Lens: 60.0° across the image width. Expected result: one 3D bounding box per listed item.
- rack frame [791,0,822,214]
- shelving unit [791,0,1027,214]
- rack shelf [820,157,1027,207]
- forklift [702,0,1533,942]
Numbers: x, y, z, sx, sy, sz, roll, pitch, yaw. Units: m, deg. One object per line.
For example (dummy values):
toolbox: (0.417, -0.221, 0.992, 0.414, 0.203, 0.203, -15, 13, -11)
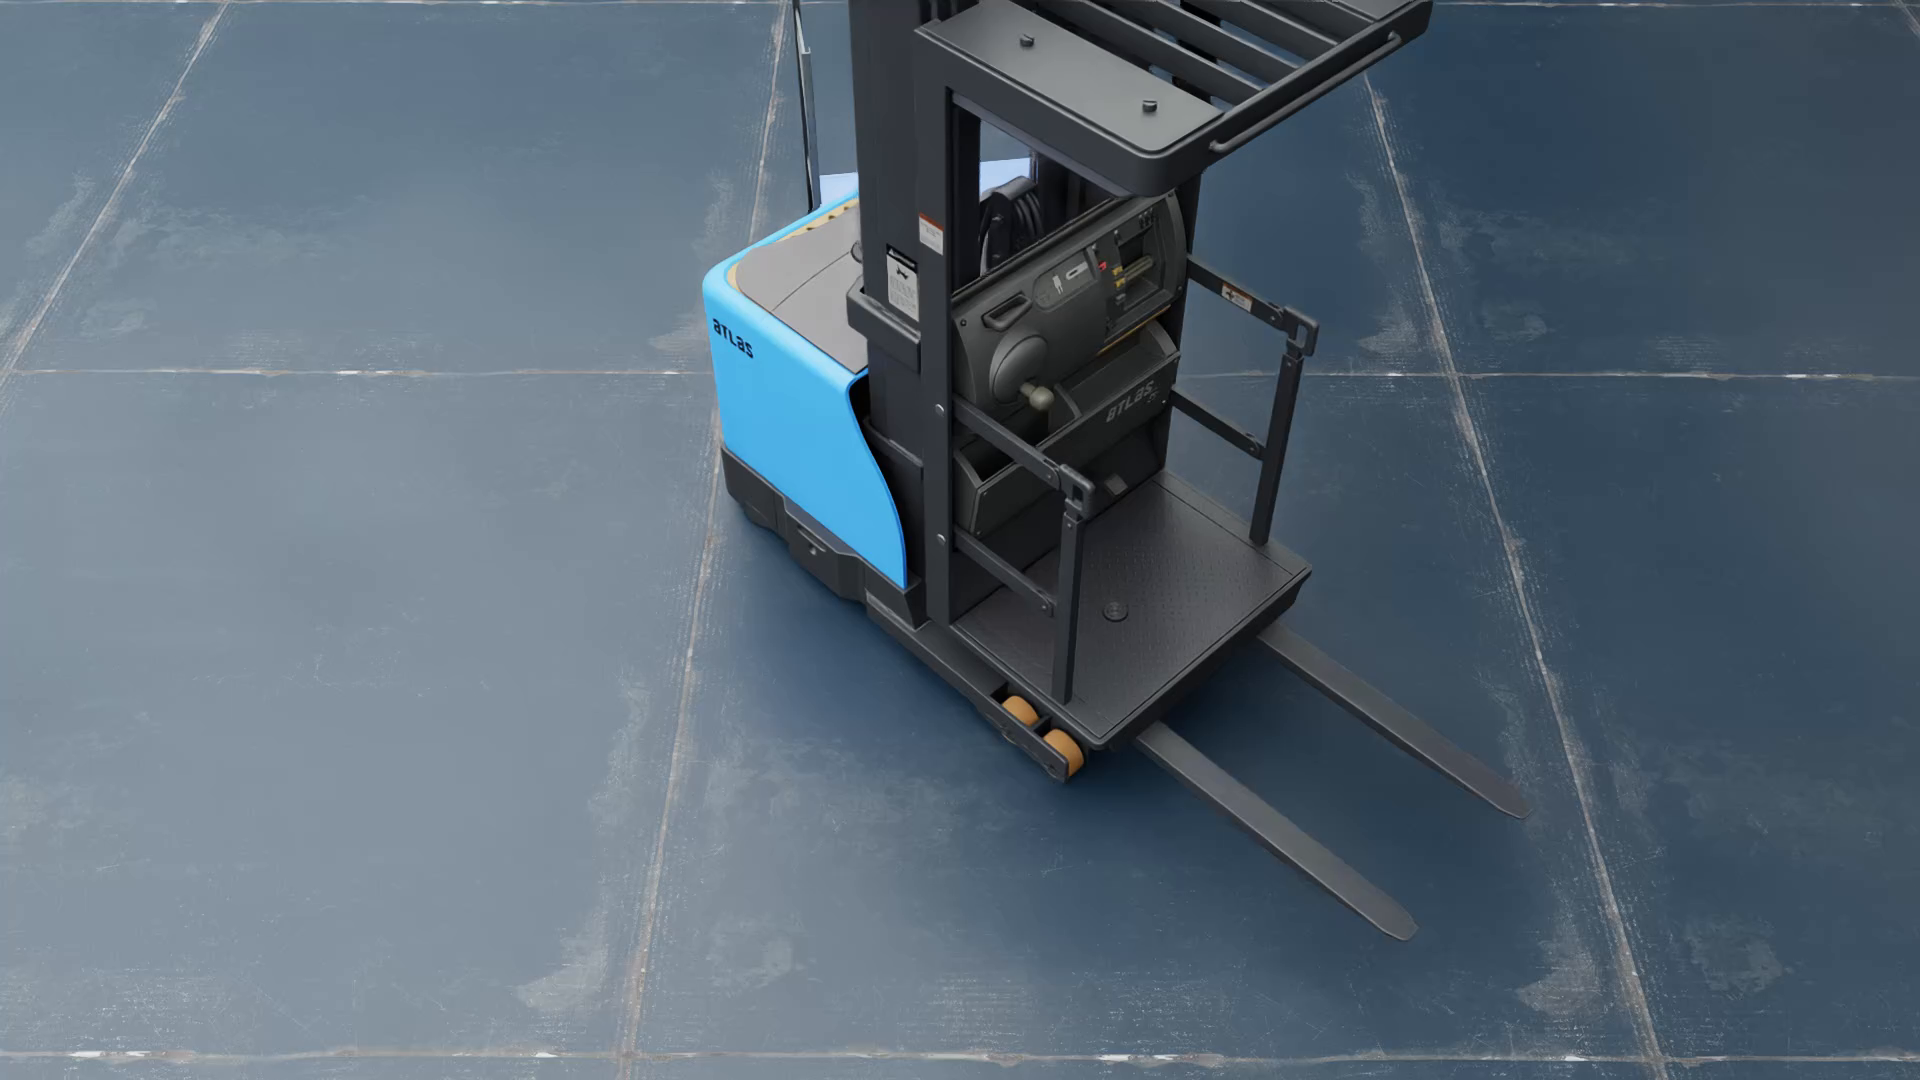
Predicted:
rack frame: (-0.572, -1.359, 6.490, 0.032, 1.500, 0.500, -6, 47, -6)
shelving unit: (-0.070, -1.415, 6.542, 1.048, 1.500, 0.538, -6, 47, -6)
rack shelf: (-0.070, -1.292, 6.674, 1.000, 0.185, 0.538, -6, 47, -6)
forklift: (0.492, -0.639, 4.843, 1.130, 2.935, 3.031, -35, 56, -28)
